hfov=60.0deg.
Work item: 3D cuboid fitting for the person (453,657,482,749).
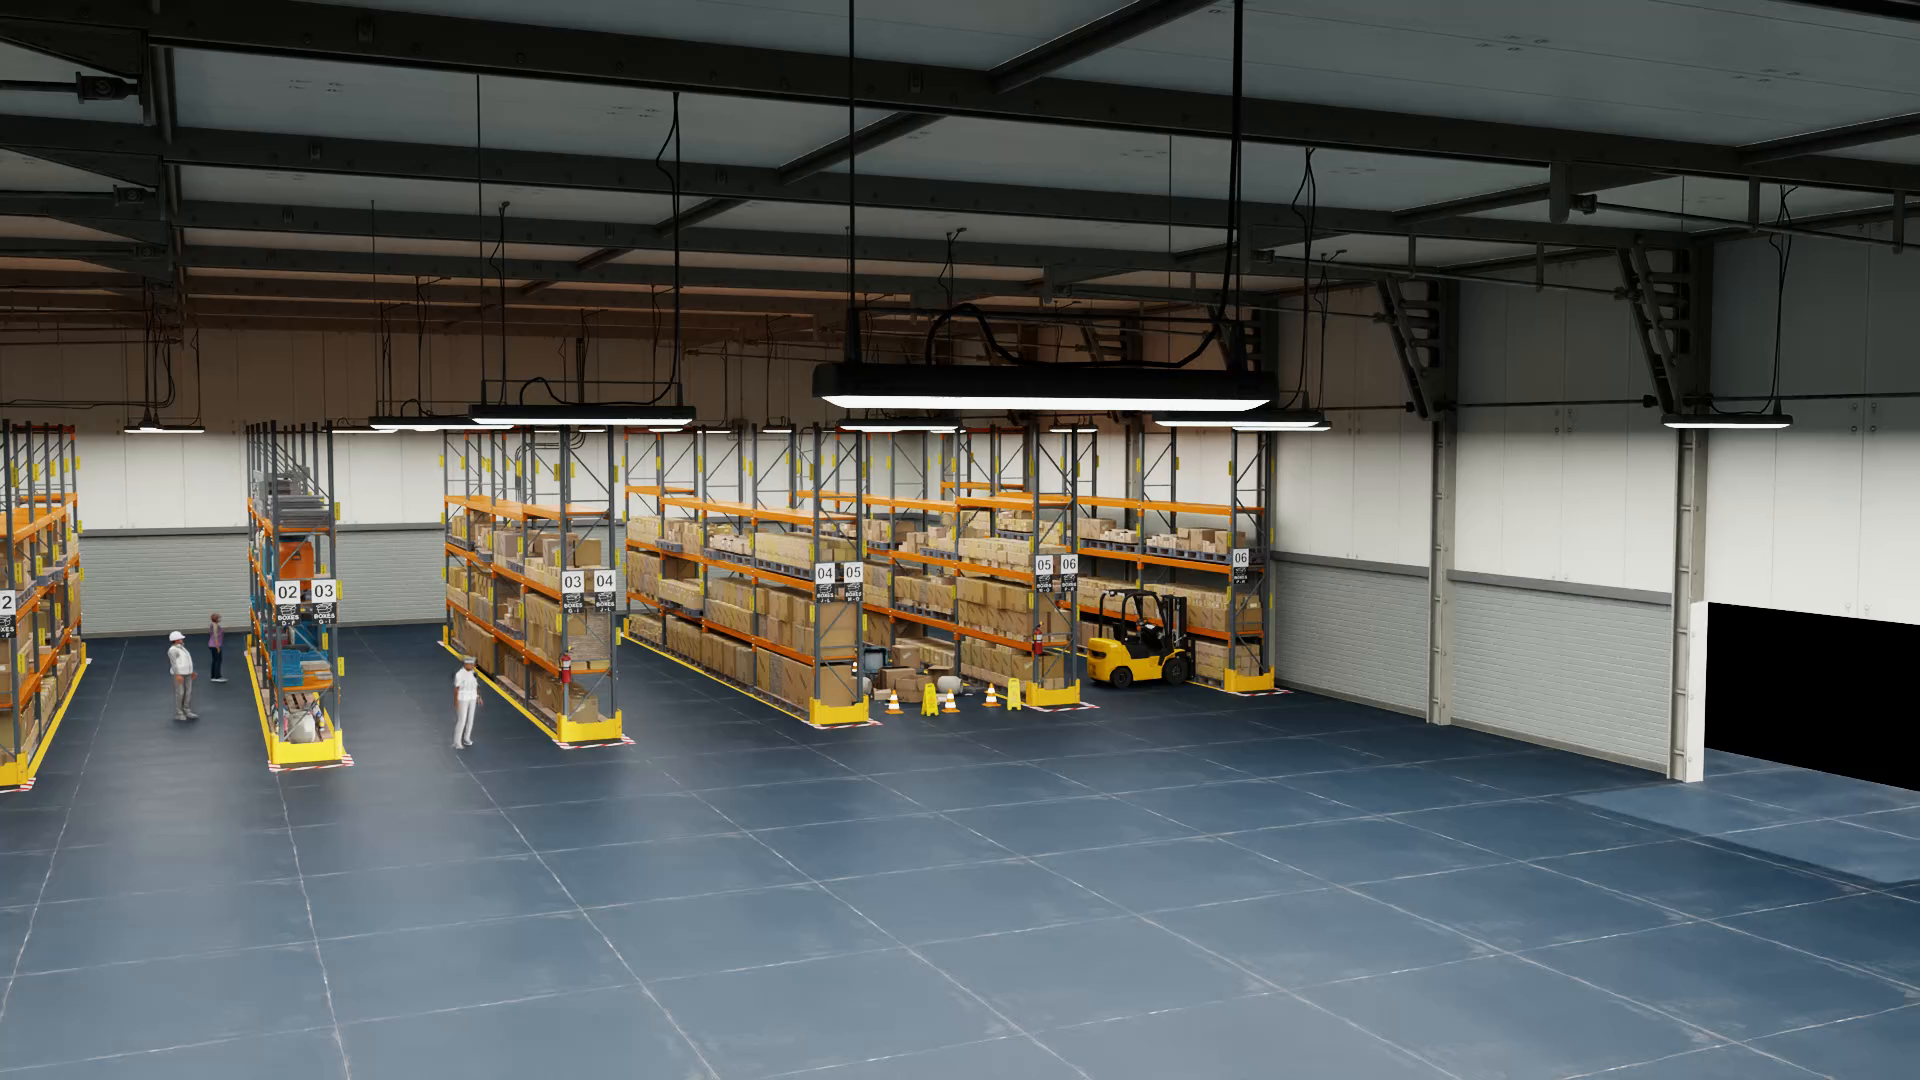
[{"bbox_3d":[-9.128,2.998,30.734,0.394,1.682,0.579,2,4,31],"label":"person"}]

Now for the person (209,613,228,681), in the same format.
[{"bbox_3d":[-17.270,2.492,38.700,0.367,1.599,0.476,-2,4,-34],"label":"person"}]

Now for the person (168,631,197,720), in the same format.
[{"bbox_3d":[-15.794,2.752,33.806,0.493,1.802,0.574,1,4,12],"label":"person"}]
